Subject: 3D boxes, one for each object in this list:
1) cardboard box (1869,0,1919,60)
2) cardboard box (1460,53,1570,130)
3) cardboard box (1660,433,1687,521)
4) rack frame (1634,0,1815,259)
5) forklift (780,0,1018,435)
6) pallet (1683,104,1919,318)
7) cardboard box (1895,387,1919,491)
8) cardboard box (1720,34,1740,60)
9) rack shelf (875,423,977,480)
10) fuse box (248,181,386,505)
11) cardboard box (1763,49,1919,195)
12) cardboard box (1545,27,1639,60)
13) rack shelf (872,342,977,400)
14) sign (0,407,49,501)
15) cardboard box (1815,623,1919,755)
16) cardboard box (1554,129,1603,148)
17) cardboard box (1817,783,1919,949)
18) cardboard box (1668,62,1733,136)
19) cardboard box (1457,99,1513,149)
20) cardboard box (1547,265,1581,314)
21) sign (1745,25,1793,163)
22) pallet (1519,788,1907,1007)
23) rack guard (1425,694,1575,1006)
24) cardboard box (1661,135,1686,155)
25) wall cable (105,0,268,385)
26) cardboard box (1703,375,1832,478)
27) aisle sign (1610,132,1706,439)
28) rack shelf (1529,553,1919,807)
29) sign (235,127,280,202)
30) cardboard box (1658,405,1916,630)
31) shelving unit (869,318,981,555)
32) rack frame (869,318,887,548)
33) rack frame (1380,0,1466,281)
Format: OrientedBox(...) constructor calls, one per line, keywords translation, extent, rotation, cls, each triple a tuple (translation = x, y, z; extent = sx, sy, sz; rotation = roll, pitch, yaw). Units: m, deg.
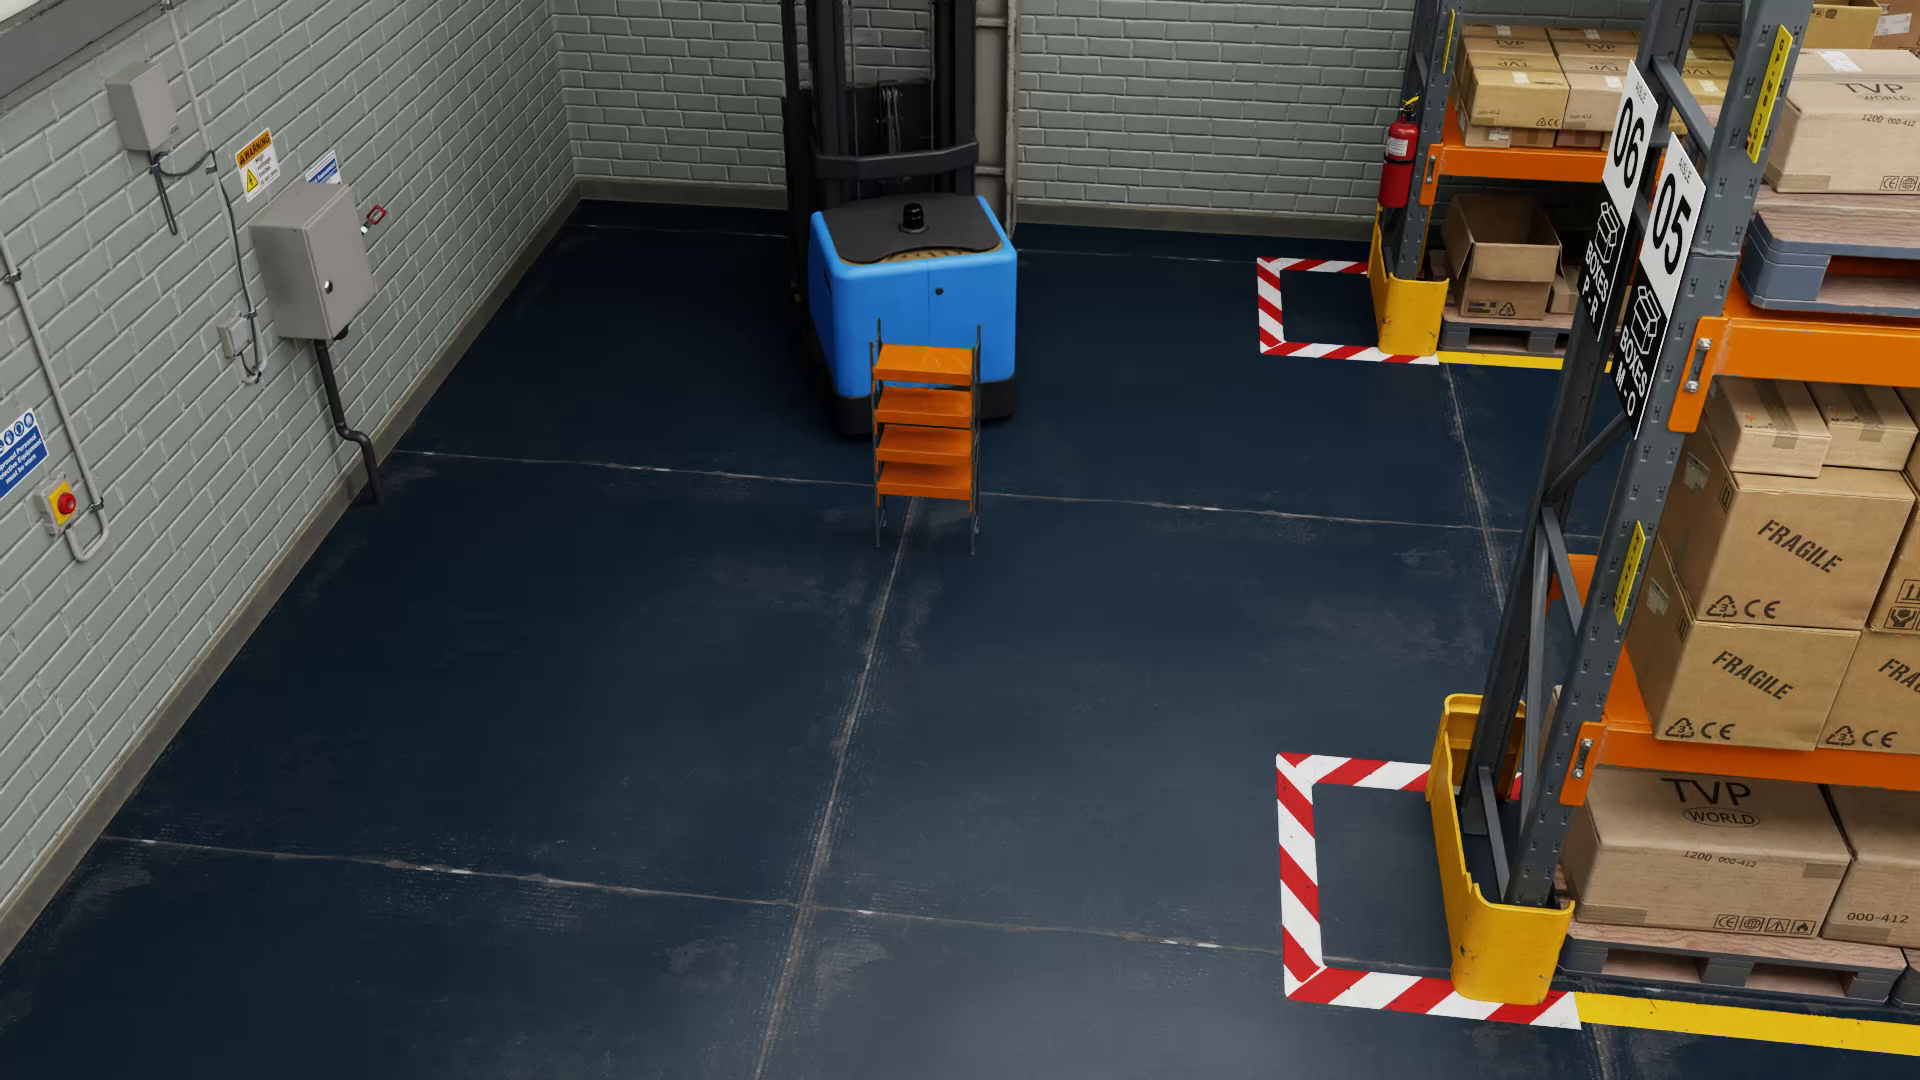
OrientedBox(translation=(5.267, -3.026, 9.492), extent=(0.500, 0.500, 0.500), rotation=(3, 36, 5), cls="cardboard box")
OrientedBox(translation=(3.159, -2.564, 9.491), extent=(0.500, 0.250, 0.500), rotation=(4, 36, 6), cls="cardboard box")
OrientedBox(translation=(2.623, -0.382, 5.613), extent=(0.500, 0.500, 0.500), rotation=(5, 36, 8), cls="cardboard box")
OrientedBox(translation=(2.115, -2.275, 4.048), extent=(0.127, 3.000, 1.000), rotation=(4, 36, 6), cls="rack frame")
OrientedBox(translation=(-0.507, -2.636, 9.777), extent=(1.130, 2.935, 3.031), rotation=(-8, 36, -11), cls="forklift")
OrientedBox(translation=(2.852, -0.969, 4.876), extent=(1.213, 0.211, 1.003), rotation=(4, 36, 6), cls="pallet")
OrientedBox(translation=(2.944, -0.295, 4.933), extent=(0.250, 0.149, 0.380), rotation=(5, 36, 7), cls="cardboard box")
OrientedBox(translation=(4.754, -2.755, 9.758), extent=(0.500, 0.250, 0.500), rotation=(4, 36, 6), cls="cardboard box")
OrientedBox(translation=(-0.164, -0.446, 8.315), extent=(0.480, 0.148, 0.258), rotation=(4, 36, 6), cls="rack shelf")
OrientedBox(translation=(-3.069, -0.912, 8.411), extent=(0.414, 1.711, 0.539), rotation=(4, 36, 6), cls="fuse box")
OrientedBox(translation=(2.573, -1.223, 4.838), extent=(0.500, 0.250, 0.500), rotation=(1, 36, 2), cls="cardboard box")
OrientedBox(translation=(3.745, -2.833, 9.868), extent=(0.500, 0.250, 0.500), rotation=(4, 36, 6), cls="cardboard box")
OrientedBox(translation=(-0.164, -0.820, 8.047), extent=(0.480, 0.148, 0.258), rotation=(4, 36, 6), cls="rack shelf")
OrientedBox(translation=(-3.548, -0.323, 6.245), extent=(0.001, 0.218, 0.327), rotation=(4, 36, 6), cls="sign")
OrientedBox(translation=(3.060, 0.349, 5.450), extent=(0.500, 0.500, 0.500), rotation=(4, 36, 5), cls="cardboard box")
OrientedBox(translation=(3.558, -2.417, 9.627), extent=(0.250, 0.149, 0.380), rotation=(4, 36, 5), cls="cardboard box")
OrientedBox(translation=(3.691, 1.093, 6.337), extent=(0.875, 0.438, 0.875), rotation=(5, 36, 7), cls="cardboard box")
OrientedBox(translation=(4.162, -2.491, 9.389), extent=(0.500, 0.250, 0.500), rotation=(4, 36, 5), cls="cardboard box")
OrientedBox(translation=(3.034, -2.408, 9.616), extent=(0.250, 0.149, 0.380), rotation=(4, 36, 6), cls="cardboard box")
OrientedBox(translation=(3.754, -1.550, 10.289), extent=(0.250, 0.149, 0.380), rotation=(3, 36, 4), cls="cardboard box")
OrientedBox(translation=(2.038, -1.122, 4.195), extent=(0.005, 0.325, 0.100), rotation=(4, 36, 6), cls="sign")
OrientedBox(translation=(2.918, 1.316, 6.581), extent=(1.213, 0.211, 1.003), rotation=(4, 36, 6), cls="pallet")
OrientedBox(translation=(2.091, 1.183, 6.519), extent=(0.348, 0.500, 1.175), rotation=(4, 36, 6), cls="rack guard")
OrientedBox(translation=(4.065, -2.346, 9.529), extent=(0.250, 0.149, 0.380), rotation=(5, 36, 7), cls="cardboard box")
OrientedBox(translation=(-3.312, -1.468, 7.207), extent=(0.122, 1.984, 0.588), rotation=(4, 36, 6), cls="wall cable")
OrientedBox(translation=(2.432, -0.359, 5.022), extent=(0.250, 0.149, 0.380), rotation=(5, 36, 7), cls="cardboard box")
OrientedBox(translation=(2.006, -0.729, 4.809), extent=(0.004, 0.787, 0.394), rotation=(4, 36, 6), cls="aisle sign")
OrientedBox(translation=(4.098, 0.608, 5.792), extent=(4.000, 0.370, 1.077), rotation=(4, 36, 6), cls="rack shelf")
OrientedBox(translation=(-3.281, -1.756, 7.774), extent=(0.001, 0.242, 0.339), rotation=(4, 36, 6), cls="sign")
OrientedBox(translation=(2.555, -0.081, 5.191), extent=(0.500, 0.500, 0.500), rotation=(4, 36, 5), cls="cardboard box")
OrientedBox(translation=(-0.164, -0.501, 8.276), extent=(0.503, 1.200, 0.258), rotation=(4, 36, 6), cls="shelving unit")
OrientedBox(translation=(-0.406, -0.519, 8.301), extent=(0.015, 1.200, 0.240), rotation=(4, 36, 6), cls="rack frame")
OrientedBox(translation=(2.743, -2.693, 9.798), extent=(0.127, 3.000, 1.000), rotation=(4, 36, 6), cls="rack frame")
